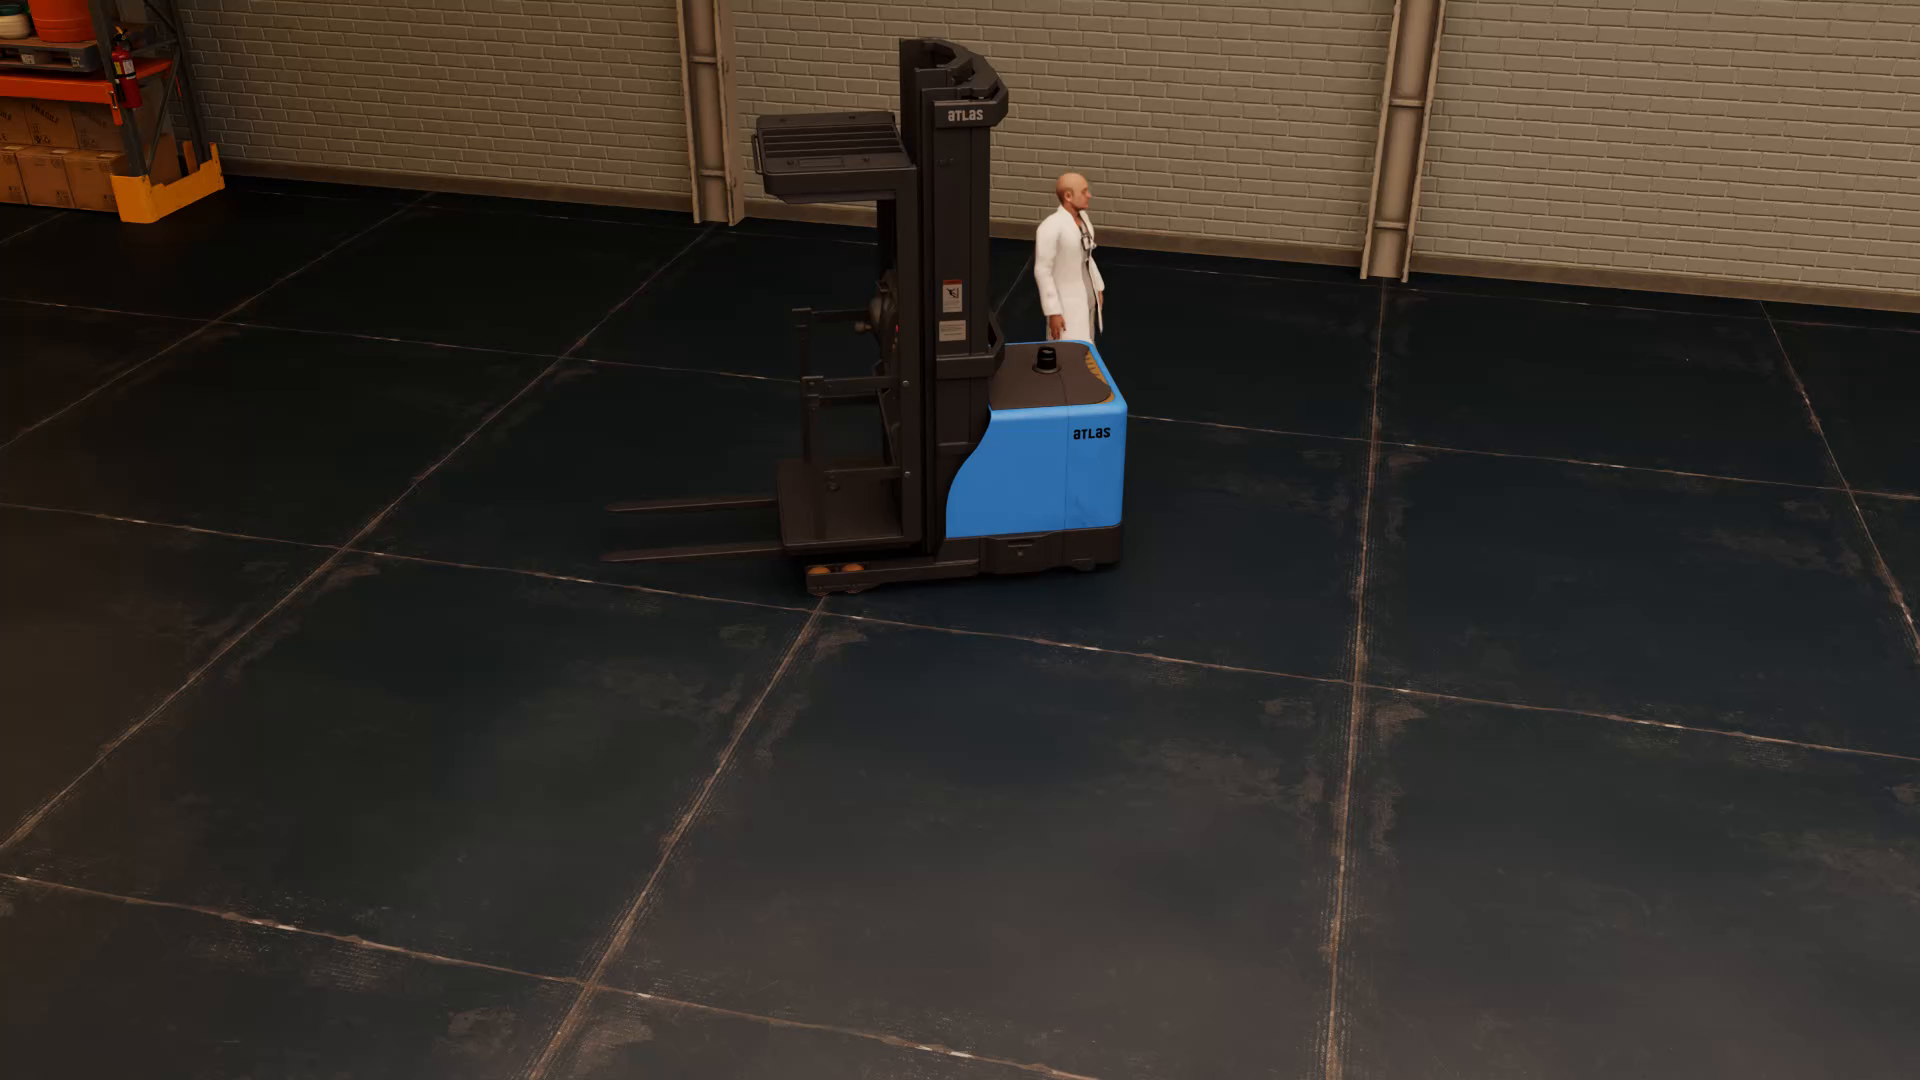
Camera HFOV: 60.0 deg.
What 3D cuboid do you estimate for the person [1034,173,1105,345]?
[{"bbox_3d":[0.820,-1.539,11.054,0.538,1.782,0.713,16,33,25],"label":"person"}]

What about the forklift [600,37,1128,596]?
[{"bbox_3d":[-0.602,-1.232,9.345,3.031,2.935,1.130,-4,30,-7],"label":"forklift"}]
